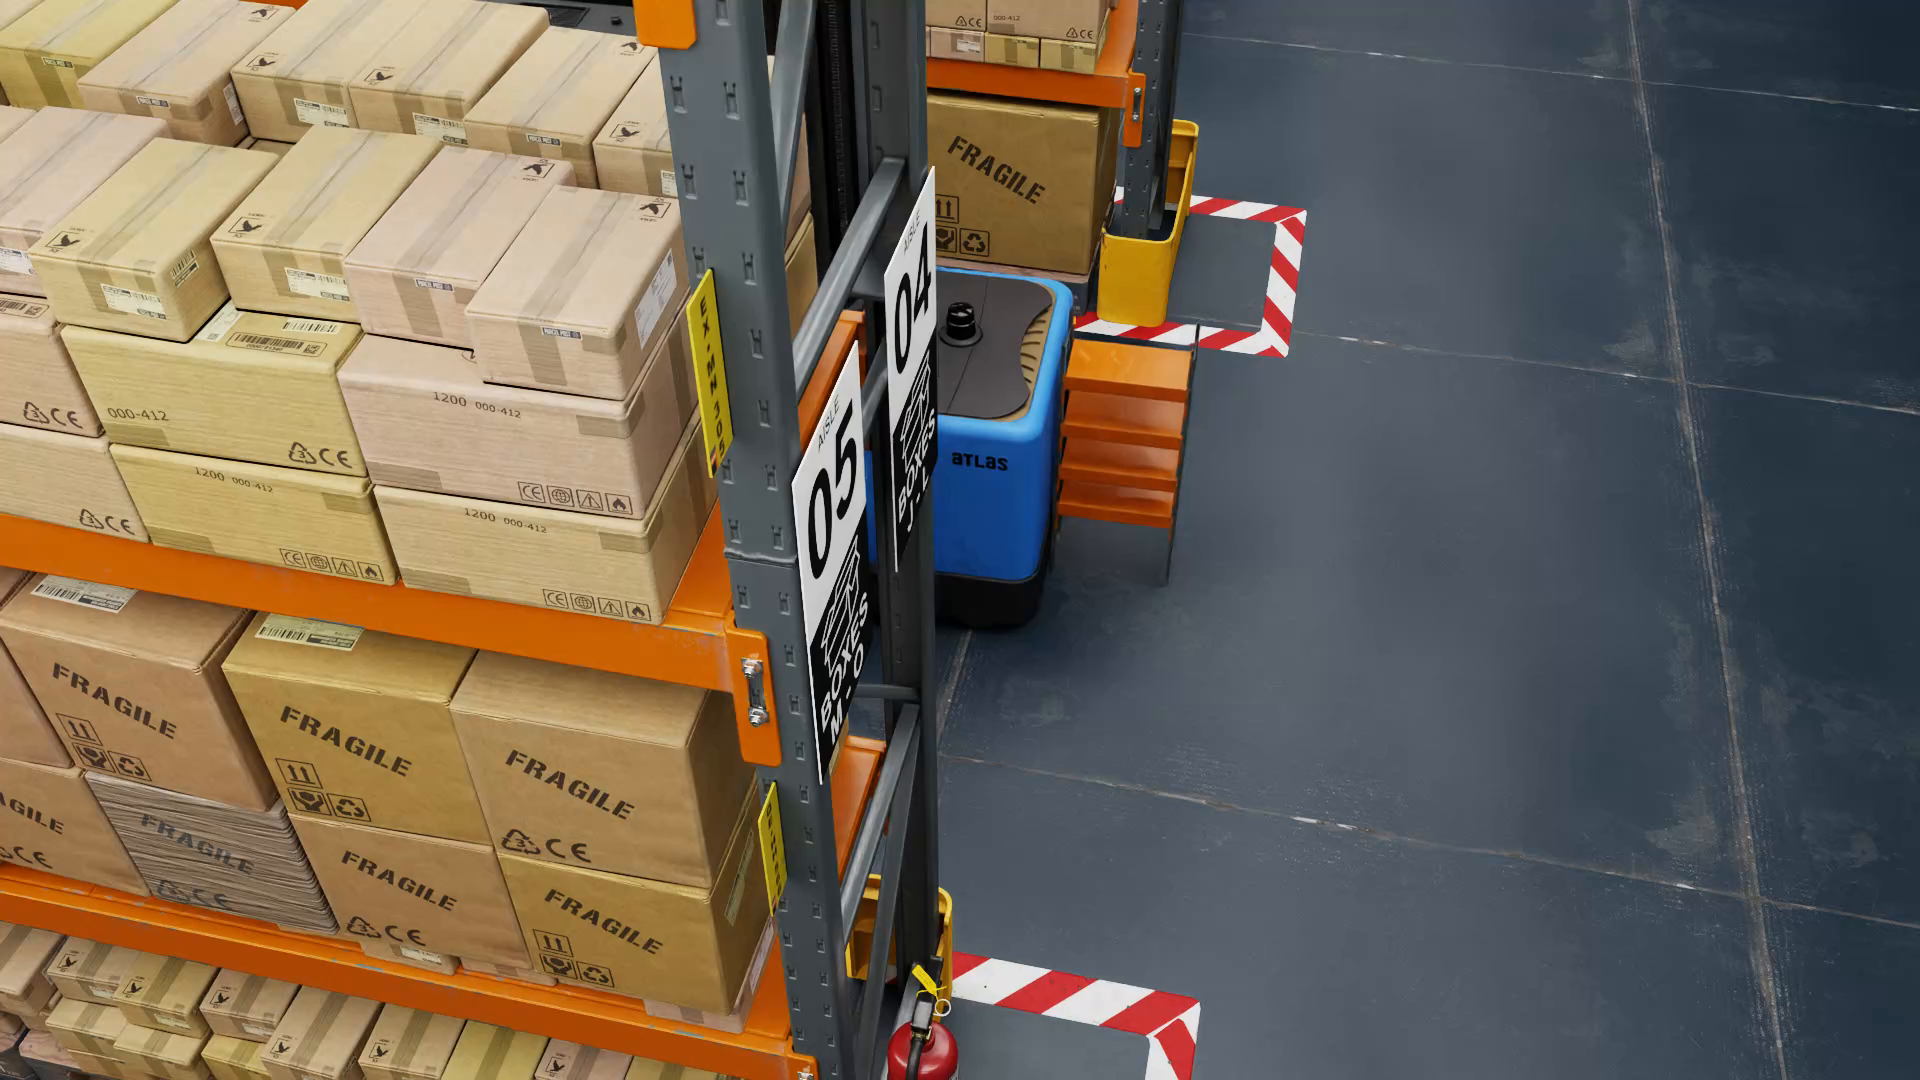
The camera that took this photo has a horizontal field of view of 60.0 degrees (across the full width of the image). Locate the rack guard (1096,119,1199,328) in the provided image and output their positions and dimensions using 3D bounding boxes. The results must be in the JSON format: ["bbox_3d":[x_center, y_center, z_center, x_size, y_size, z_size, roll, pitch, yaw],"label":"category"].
[{"bbox_3d":[0.971,-1.655,8.569,0.348,0.500,1.175,9,45,9],"label":"rack guard"}]

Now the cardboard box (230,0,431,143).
[{"bbox_3d":[-1.231,-0.950,3.331,0.250,0.149,0.380,9,45,10],"label":"cardboard box"}]

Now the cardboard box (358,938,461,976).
[{"bbox_3d":[-1.350,0.901,4.292,0.250,0.149,0.380,10,45,10],"label":"cardboard box"}]

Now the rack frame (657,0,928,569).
[{"bbox_3d":[-0.234,-1.379,2.154,0.127,3.000,1.000,9,45,9],"label":"rack frame"}]

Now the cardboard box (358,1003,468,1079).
[{"bbox_3d":[-1.558,1.423,4.893,0.250,0.149,0.380,7,44,7],"label":"cardboard box"}]

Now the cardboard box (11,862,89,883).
[{"bbox_3d":[-2.365,0.707,4.494,0.250,0.149,0.380,10,45,11],"label":"cardboard box"}]

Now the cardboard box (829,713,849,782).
[{"bbox_3d":[-0.478,0.602,4.603,0.250,0.149,0.380,8,45,9],"label":"cardboard box"}]

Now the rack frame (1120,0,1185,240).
[{"bbox_3d":[0.948,-2.559,7.706,0.127,3.000,1.000,9,45,9],"label":"rack frame"}]

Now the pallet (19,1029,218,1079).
[{"bbox_3d":[-2.280,1.442,5.559,1.213,0.211,1.003,9,45,9],"label":"pallet"}]

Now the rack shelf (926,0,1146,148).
[{"bbox_3d":[-1.004,-2.603,8.270,4.000,0.370,1.077,9,45,9],"label":"rack shelf"}]

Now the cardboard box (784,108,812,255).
[{"bbox_3d":[-0.615,-0.668,3.326,0.500,0.250,0.500,9,45,10],"label":"cardboard box"}]

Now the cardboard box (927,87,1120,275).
[{"bbox_3d":[0.306,-1.988,8.341,0.875,0.875,0.875,9,45,9],"label":"cardboard box"}]

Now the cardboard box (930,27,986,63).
[{"bbox_3d":[0.028,-2.377,7.698,0.250,0.149,0.380,9,45,9],"label":"cardboard box"}]

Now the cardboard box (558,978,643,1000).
[{"bbox_3d":[-0.848,0.952,4.240,0.250,0.149,0.380,9,45,9],"label":"cardboard box"}]

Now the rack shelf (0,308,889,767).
[{"bbox_3d":[-2.186,-0.342,3.758,4.000,0.370,1.077,9,45,9],"label":"rack shelf"}]

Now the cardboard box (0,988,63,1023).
[{"bbox_3d":[-2.815,1.307,5.227,0.250,0.149,0.380,11,45,11],"label":"cardboard box"}]

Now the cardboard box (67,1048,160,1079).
[{"bbox_3d":[-2.577,1.494,5.248,0.250,0.149,0.380,8,44,8],"label":"cardboard box"}]

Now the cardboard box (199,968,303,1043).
[{"bbox_3d":[-2.065,1.305,5.015,0.250,0.149,0.380,7,44,8],"label":"cardboard box"}]

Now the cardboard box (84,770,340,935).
[{"bbox_3d":[-1.727,0.593,4.144,0.500,0.500,0.500,9,45,9],"label":"cardboard box"}]

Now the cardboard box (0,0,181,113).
[{"bbox_3d":[-1.742,-1.022,3.406,0.250,0.149,0.380,10,45,10],"label":"cardboard box"}]

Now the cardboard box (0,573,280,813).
[{"bbox_3d":[-1.739,0.228,3.802,0.500,0.500,0.500,11,45,11],"label":"cardboard box"}]

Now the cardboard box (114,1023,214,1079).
[{"bbox_3d":[-2.348,1.443,5.087,0.250,0.149,0.380,9,45,9],"label":"cardboard box"}]

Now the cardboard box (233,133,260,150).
[{"bbox_3d":[-1.605,-0.830,3.494,0.500,0.250,0.500,9,45,10],"label":"cardboard box"}]

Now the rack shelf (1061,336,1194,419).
[{"bbox_3d":[0.650,-0.630,6.433,0.480,0.148,0.258,7,44,8],"label":"rack shelf"}]

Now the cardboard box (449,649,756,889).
[{"bbox_3d":[-0.735,0.378,3.647,0.500,0.500,0.500,8,44,8],"label":"cardboard box"}]

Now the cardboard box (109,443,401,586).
[{"bbox_3d":[-1.235,-0.207,3.207,0.500,0.250,0.500,9,45,9],"label":"cardboard box"}]

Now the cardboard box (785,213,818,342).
[{"bbox_3d":[-0.616,-0.485,3.496,0.500,0.250,0.500,10,45,11],"label":"cardboard box"}]

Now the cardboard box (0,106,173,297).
[{"bbox_3d":[-1.608,-0.608,2.975,0.250,0.149,0.380,8,44,8],"label":"cardboard box"}]

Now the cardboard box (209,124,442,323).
[{"bbox_3d":[-1.092,-0.562,2.928,0.250,0.149,0.380,8,44,8],"label":"cardboard box"}]

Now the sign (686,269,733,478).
[{"bbox_3d":[-0.375,-0.245,2.500,0.005,0.325,0.100,9,45,9],"label":"sign"}]

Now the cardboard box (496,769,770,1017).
[{"bbox_3d":[-0.729,0.745,3.986,0.500,0.500,0.500,10,45,10],"label":"cardboard box"}]

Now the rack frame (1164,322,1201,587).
[{"bbox_3d":[0.890,-0.316,6.673,0.015,1.200,0.240,7,44,8],"label":"rack frame"}]

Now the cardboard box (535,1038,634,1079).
[{"bbox_3d":[-1.038,1.458,4.856,0.250,0.149,0.380,10,45,10],"label":"cardboard box"}]

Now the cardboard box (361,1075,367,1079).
[{"bbox_3d":[-1.827,1.517,5.009,0.250,0.149,0.380,9,45,10],"label":"cardboard box"}]

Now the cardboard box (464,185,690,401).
[{"bbox_3d":[-0.622,-0.420,2.780,0.250,0.149,0.380,8,45,9],"label":"cardboard box"}]

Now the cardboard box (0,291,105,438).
[{"bbox_3d":[-1.738,-0.478,3.128,0.500,0.250,0.500,9,45,10],"label":"cardboard box"}]

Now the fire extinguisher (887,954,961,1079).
[{"bbox_3d":[-0.089,1.295,4.026,0.183,0.674,0.296,9,45,9],"label":"fire extinguisher"}]

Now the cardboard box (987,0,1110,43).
[{"bbox_3d":[0.417,-2.506,7.544,0.500,0.250,0.500,8,45,8],"label":"cardboard box"}]

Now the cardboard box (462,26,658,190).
[{"bbox_3d":[-0.745,-0.822,3.198,0.250,0.149,0.380,11,45,11],"label":"cardboard box"}]

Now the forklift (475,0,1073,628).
[{"bbox_3d":[-1.094,-1.196,6.339,3.031,2.935,1.130,7,44,8],"label":"forklift"}]

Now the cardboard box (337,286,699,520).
[{"bbox_3d":[-0.739,-0.322,2.966,0.500,0.250,0.500,8,44,8],"label":"cardboard box"}]

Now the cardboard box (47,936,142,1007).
[{"bbox_3d":[-2.559,1.220,5.103,0.250,0.149,0.380,7,44,7],"label":"cardboard box"}]

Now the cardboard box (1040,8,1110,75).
[{"bbox_3d":[0.528,-2.300,7.617,0.250,0.149,0.380,10,45,10],"label":"cardboard box"}]

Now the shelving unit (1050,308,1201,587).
[{"bbox_3d":[0.650,-0.347,6.705,0.503,1.200,0.258,7,44,8],"label":"shelving unit"}]

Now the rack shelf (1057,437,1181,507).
[{"bbox_3d":[0.650,-0.298,6.752,0.480,0.148,0.258,7,44,8],"label":"rack shelf"}]

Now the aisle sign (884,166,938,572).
[{"bbox_3d":[-0.097,-0.346,3.532,0.004,0.787,0.394,9,45,9],"label":"aisle sign"}]

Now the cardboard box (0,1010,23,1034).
[{"bbox_3d":[-3.080,1.372,5.374,0.250,0.149,0.380,8,44,8],"label":"cardboard box"}]
